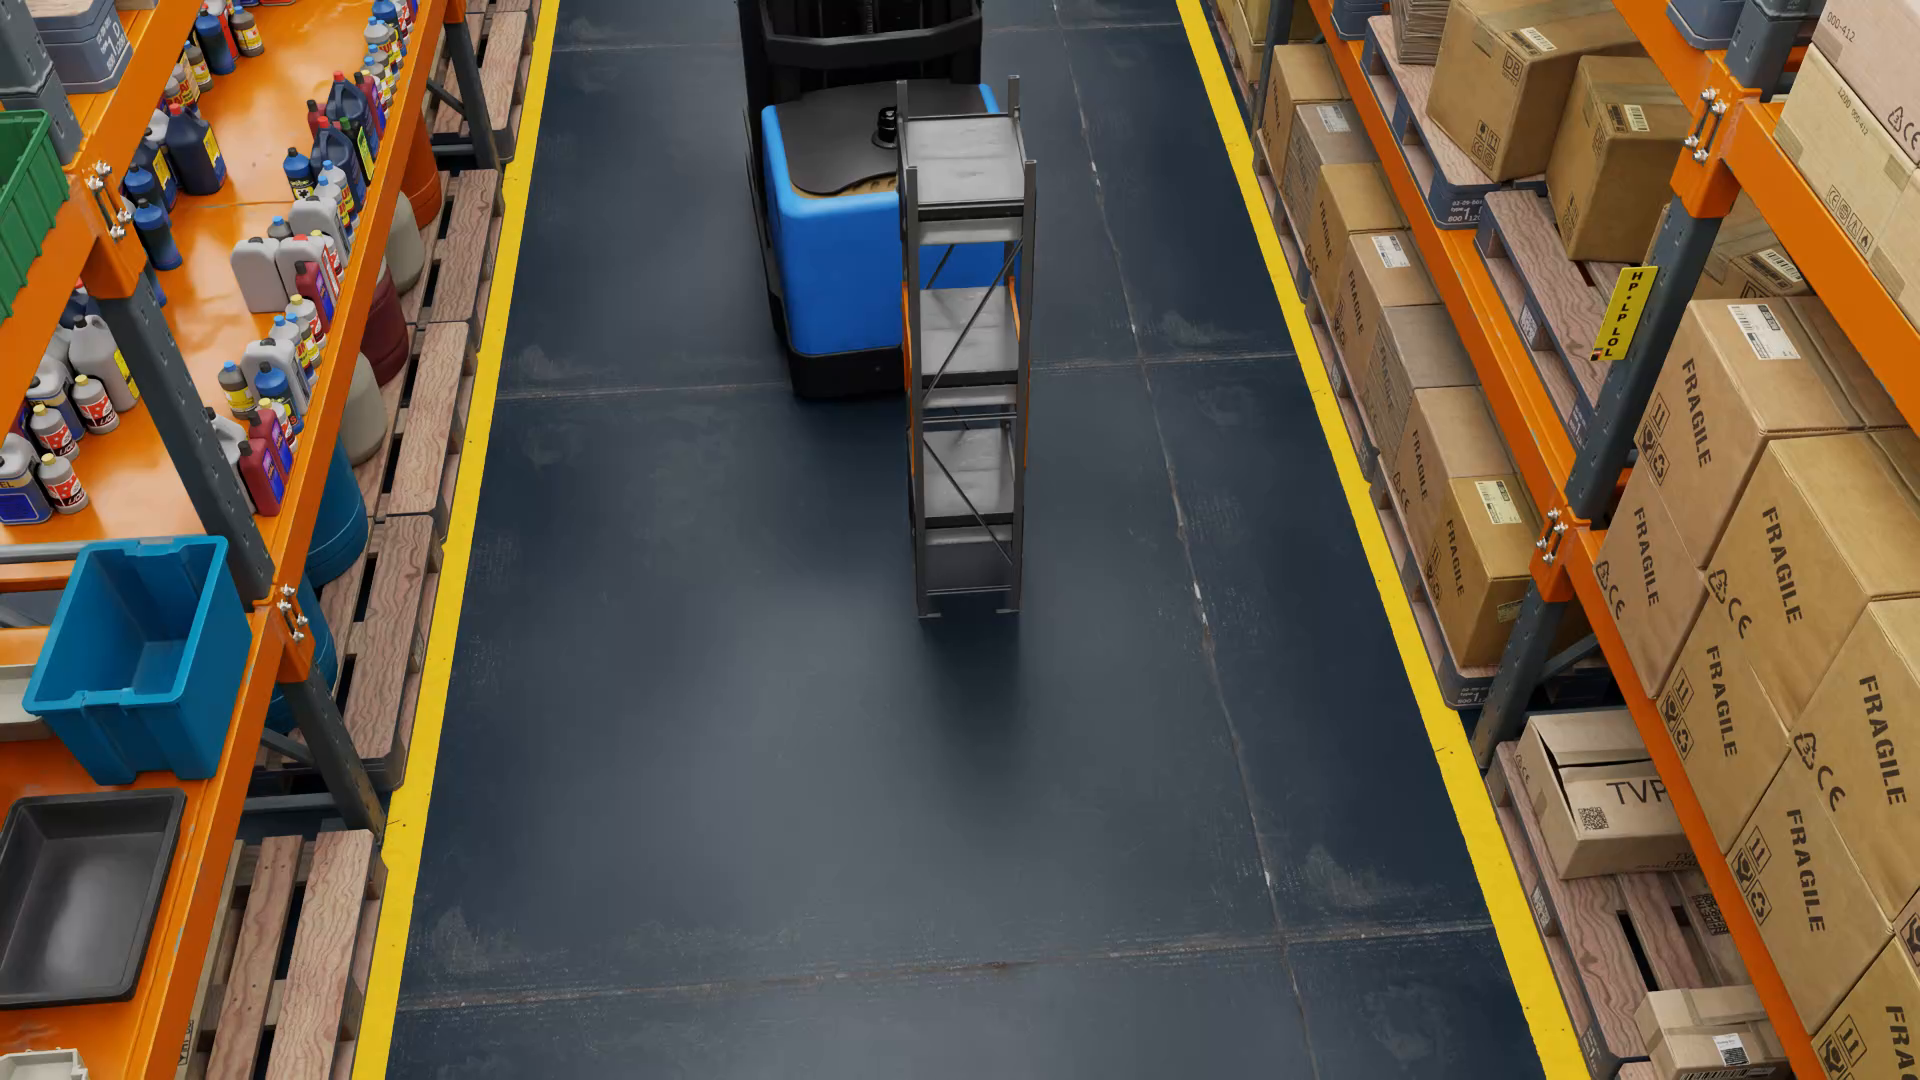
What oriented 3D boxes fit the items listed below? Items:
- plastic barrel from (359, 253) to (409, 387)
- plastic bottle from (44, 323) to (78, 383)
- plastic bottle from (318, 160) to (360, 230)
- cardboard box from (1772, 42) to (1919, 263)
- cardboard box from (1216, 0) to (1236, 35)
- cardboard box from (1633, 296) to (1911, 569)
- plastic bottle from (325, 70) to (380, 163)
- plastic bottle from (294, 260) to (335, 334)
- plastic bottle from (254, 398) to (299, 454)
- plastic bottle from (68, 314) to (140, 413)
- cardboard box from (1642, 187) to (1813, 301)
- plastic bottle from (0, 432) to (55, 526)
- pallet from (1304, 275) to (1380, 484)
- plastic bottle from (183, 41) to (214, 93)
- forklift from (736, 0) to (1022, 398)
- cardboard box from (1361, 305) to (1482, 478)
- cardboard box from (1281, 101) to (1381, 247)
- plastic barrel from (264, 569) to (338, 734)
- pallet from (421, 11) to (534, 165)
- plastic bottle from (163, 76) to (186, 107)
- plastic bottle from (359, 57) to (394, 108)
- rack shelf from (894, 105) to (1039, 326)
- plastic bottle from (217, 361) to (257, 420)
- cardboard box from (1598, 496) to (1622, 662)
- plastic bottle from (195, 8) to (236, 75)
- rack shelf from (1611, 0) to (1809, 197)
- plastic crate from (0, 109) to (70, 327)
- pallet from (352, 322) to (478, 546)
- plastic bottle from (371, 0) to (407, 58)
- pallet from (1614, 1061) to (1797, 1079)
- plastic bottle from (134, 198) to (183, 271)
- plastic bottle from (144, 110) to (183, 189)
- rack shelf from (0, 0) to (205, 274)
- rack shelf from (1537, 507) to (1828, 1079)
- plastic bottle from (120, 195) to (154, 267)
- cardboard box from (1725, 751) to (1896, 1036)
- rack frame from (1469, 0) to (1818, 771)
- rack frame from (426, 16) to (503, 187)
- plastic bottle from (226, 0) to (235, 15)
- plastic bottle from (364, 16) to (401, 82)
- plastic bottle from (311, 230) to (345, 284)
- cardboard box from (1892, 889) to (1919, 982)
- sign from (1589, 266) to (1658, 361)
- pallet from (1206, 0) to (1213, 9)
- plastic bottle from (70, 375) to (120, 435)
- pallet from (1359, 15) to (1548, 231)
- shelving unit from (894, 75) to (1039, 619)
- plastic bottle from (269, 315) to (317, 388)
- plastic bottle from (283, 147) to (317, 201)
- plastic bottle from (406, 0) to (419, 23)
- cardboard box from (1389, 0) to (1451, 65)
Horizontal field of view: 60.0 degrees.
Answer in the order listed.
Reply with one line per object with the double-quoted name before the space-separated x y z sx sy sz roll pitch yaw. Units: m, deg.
"plastic barrel" -2.726 -1.004 7.143 0.600 0.588 0.708 -3 47 -3
"plastic bottle" -2.946 -0.593 5.416 0.144 0.351 0.185 -3 47 -3
"plastic bottle" -2.290 -1.272 6.114 0.097 0.271 0.097 0 47 0
"cardboard box" 2.187 -0.876 3.687 0.500 0.250 0.500 -3 47 -3
"cardboard box" 1.724 -3.094 9.356 0.500 0.250 0.500 -4 47 -4
"cardboard box" 2.152 -0.283 4.331 0.500 0.500 0.500 -2 47 -2
"plastic bottle" -2.352 -1.630 6.398 0.144 0.351 0.185 -3 47 -3
"plastic bottle" -2.223 -0.858 5.714 0.061 0.283 0.133 -3 47 -3
"plastic bottle" -2.188 -0.366 5.304 0.097 0.201 0.097 0 47 0
"plastic bottle" -2.803 -0.601 5.424 0.144 0.351 0.185 -3 47 -3
"cardboard box" 2.576 -0.798 5.218 0.700 0.500 0.500 -18 49 -16
"plastic bottle" -2.898 -0.187 5.083 0.152 0.276 0.135 -3 47 -3
"pallet" 2.182 -0.775 7.475 1.003 0.211 1.213 -3 47 -3
"plastic bottle" -3.132 -1.941 6.795 0.097 0.201 0.097 0 47 0
"forklift" -0.492 -2.724 7.448 1.130 2.935 3.031 -8 47 -7
"cardboard box" 1.991 -0.615 6.822 0.500 0.500 0.500 -3 47 -3
"cardboard box" 1.861 -1.724 7.871 0.500 0.500 0.500 -5 47 -5
"plastic barrel" -2.572 0.218 5.770 0.600 0.901 0.708 -3 47 -3
"pallet" -2.904 -2.463 9.073 1.003 0.211 1.213 -3 47 -3
"plastic bottle" -3.104 -1.727 6.545 0.097 0.271 0.097 0 47 0
"plastic bottle" -2.360 -1.849 6.709 0.097 0.201 0.097 0 47 0
"rack shelf" 0.014 -1.074 5.512 0.431 0.518 0.480 -3 47 -3
"plastic bottle" -2.356 -0.498 5.429 0.097 0.201 0.097 0 47 0
"cardboard box" 2.595 0.081 6.163 0.500 0.500 0.500 -5 47 -5
"plastic bottle" -3.082 -2.065 6.865 0.097 0.271 0.097 0 47 0
"rack shelf" 2.226 -2.494 5.612 1.077 0.370 4.000 -3 47 -3
"plastic crate" -2.207 -0.635 3.502 0.450 0.188 0.662 -3 47 -3
"pallet" -2.672 -0.451 7.168 1.003 0.211 1.213 -3 47 -3
"plastic bottle" -2.392 -2.155 6.950 0.097 0.271 0.097 0 47 0
"pallet" 2.555 2.078 4.774 1.003 0.211 1.213 -3 47 -3
"plastic bottle" -2.879 -1.101 5.952 0.097 0.271 0.097 0 47 0
"plastic bottle" -3.048 -1.480 6.307 0.152 0.276 0.135 -3 47 -3
"rack shelf" -2.711 -2.196 5.329 1.077 0.370 4.000 -3 47 -3
"rack shelf" 2.560 1.432 3.960 1.077 0.370 4.000 -3 47 -3
"plastic bottle" -3.002 -1.082 5.930 0.152 0.276 0.135 -3 47 -3
"cardboard box" 2.250 0.820 3.975 0.500 0.500 0.500 -4 47 -4
"rack frame" 2.393 -0.263 5.070 1.000 3.000 0.127 -3 47 -3
"rack frame" -2.878 -2.859 7.528 1.000 3.000 0.127 -3 47 -3
"plastic bottle" -3.174 -2.302 7.137 0.097 0.201 0.097 0 47 0
"plastic bottle" -2.376 -2.014 6.817 0.097 0.271 0.097 0 47 0
"plastic bottle" -2.262 -1.010 5.914 0.097 0.201 0.097 0 47 0
"cardboard box" 2.282 0.836 3.271 0.500 0.500 0.500 -2 47 -2
"sign" 1.840 -0.625 4.615 0.100 0.325 0.005 -3 47 -3
"pallet" 1.929 -3.677 10.223 1.003 0.211 1.213 -3 47 -3
"plastic bottle" -2.806 -0.447 5.381 0.097 0.201 0.097 0 47 0
"pallet" 2.225 -1.684 6.548 1.003 0.211 1.213 -3 47 -3
"shelving unit" 0.014 -0.602 6.011 0.431 2.100 0.503 -3 47 -3
"plastic bottle" -2.216 -0.629 5.505 0.097 0.271 0.097 0 47 0
"plastic bottle" -2.442 -1.334 6.172 0.097 0.271 0.097 0 47 0
"plastic bottle" -2.400 -2.385 7.159 0.061 0.283 0.133 -3 47 -3
"cardboard box" 2.109 -2.214 6.559 0.700 0.500 0.500 4 47 4
